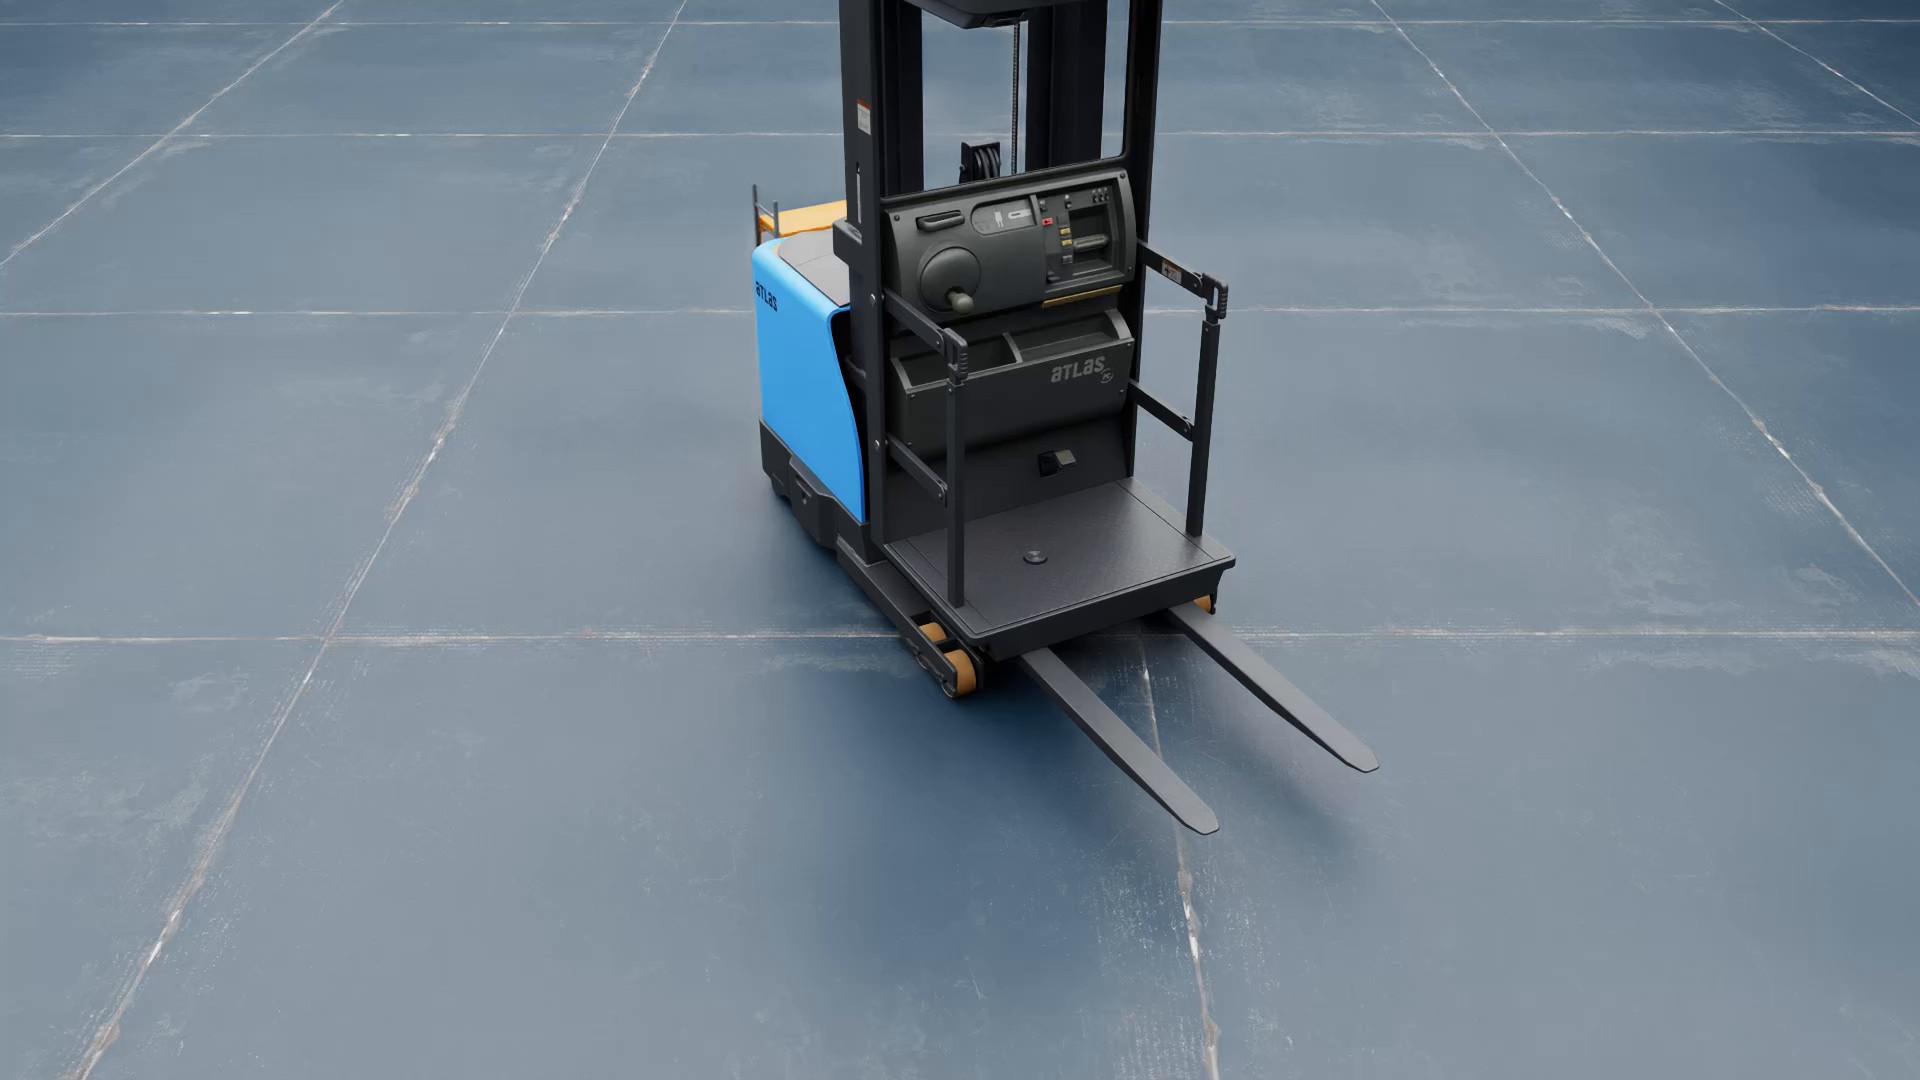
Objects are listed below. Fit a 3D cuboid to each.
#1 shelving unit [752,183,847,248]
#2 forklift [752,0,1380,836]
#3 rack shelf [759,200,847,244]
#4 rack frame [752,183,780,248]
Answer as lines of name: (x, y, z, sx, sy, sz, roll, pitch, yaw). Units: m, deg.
shelving unit: (-0.583, -0.964, 7.181, 0.503, 1.200, 0.258, -16, 35, -24)
forklift: (0.295, -0.969, 5.521, 1.130, 2.935, 3.031, -16, 35, -24)
rack shelf: (-0.582, -1.299, 6.977, 0.480, 0.148, 0.258, -16, 35, -24)
rack frame: (-0.796, -0.903, 7.081, 0.015, 1.200, 0.240, -16, 35, -24)
